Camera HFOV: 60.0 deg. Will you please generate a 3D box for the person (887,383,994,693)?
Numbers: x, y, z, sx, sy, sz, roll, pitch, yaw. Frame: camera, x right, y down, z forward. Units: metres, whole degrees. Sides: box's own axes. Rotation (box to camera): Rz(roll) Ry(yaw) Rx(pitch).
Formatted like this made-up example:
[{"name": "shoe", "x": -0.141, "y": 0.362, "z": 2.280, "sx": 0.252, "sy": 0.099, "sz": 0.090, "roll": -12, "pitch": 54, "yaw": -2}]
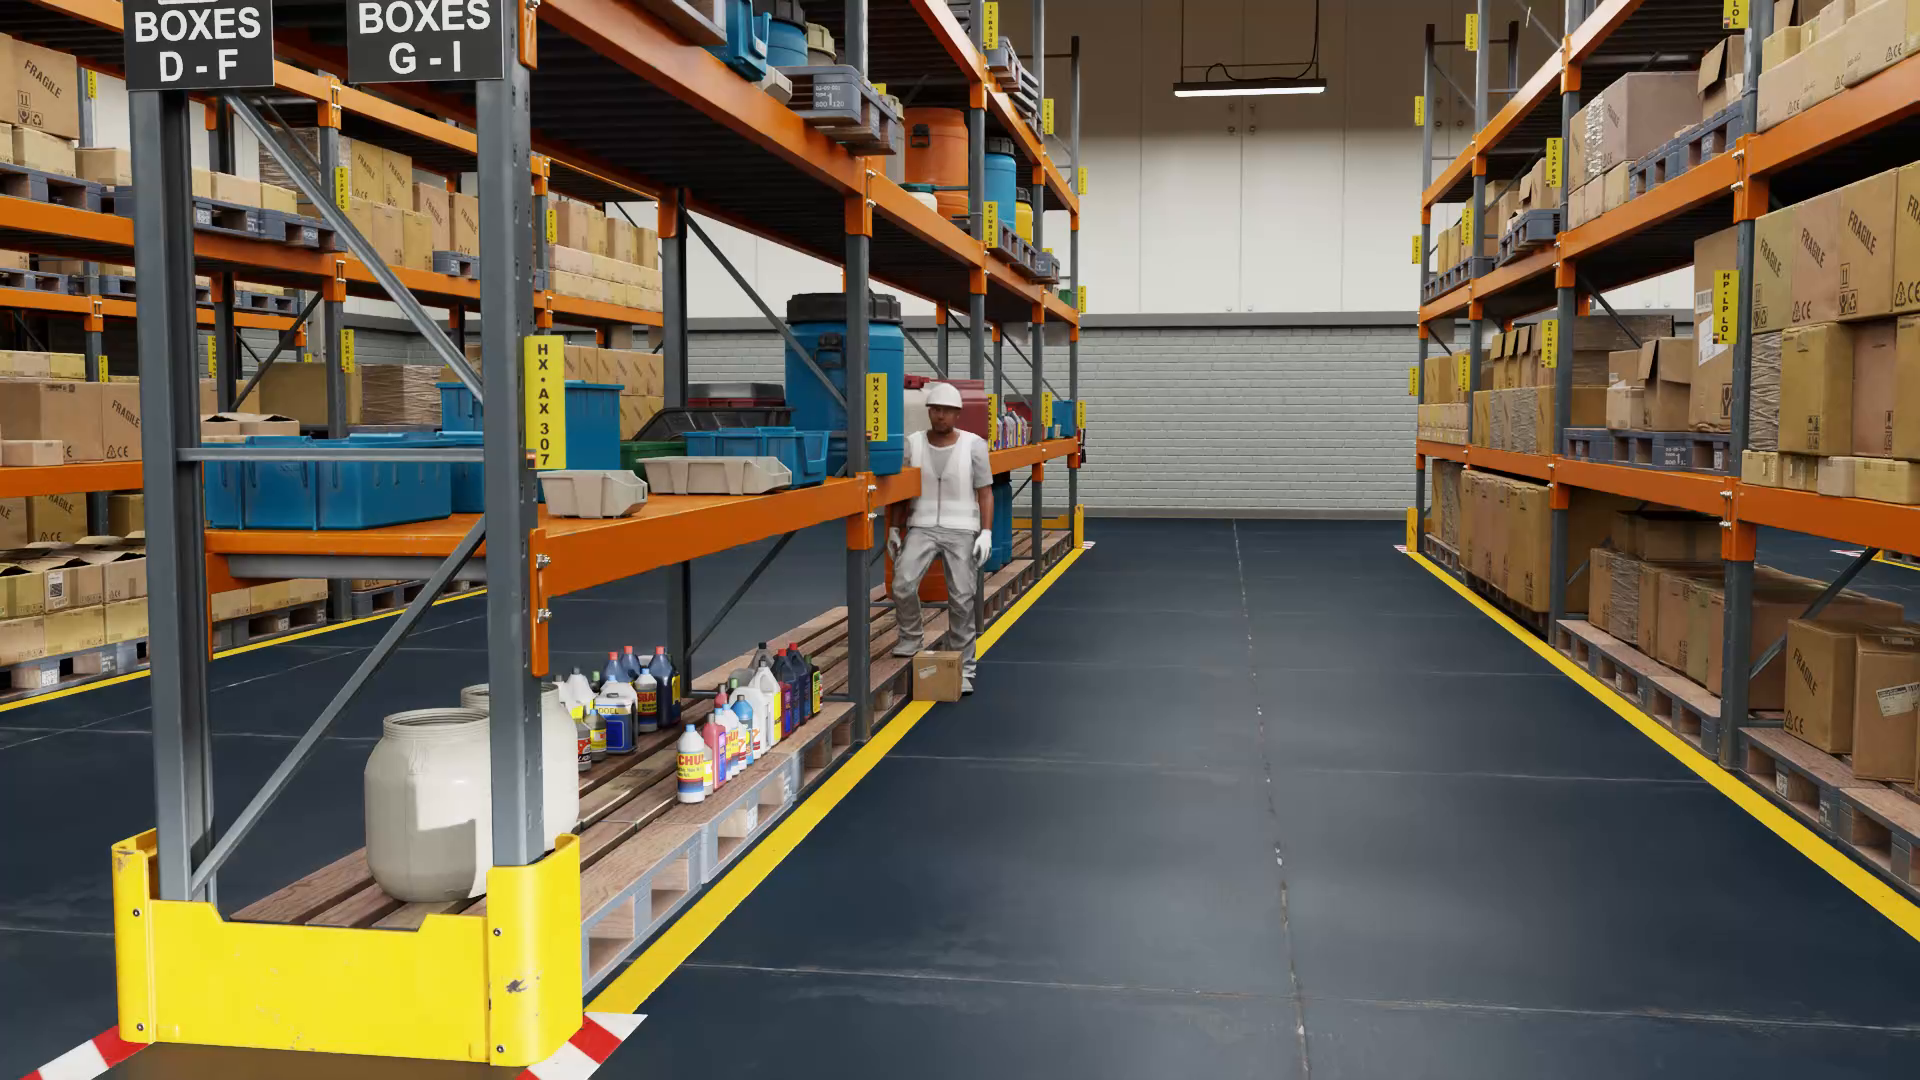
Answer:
[{"name": "person", "x": -0.119, "y": -0.008, "z": 9.563, "sx": 0.615, "sy": 1.782, "sz": 0.525, "roll": 1, "pitch": 4, "yaw": 9}]
